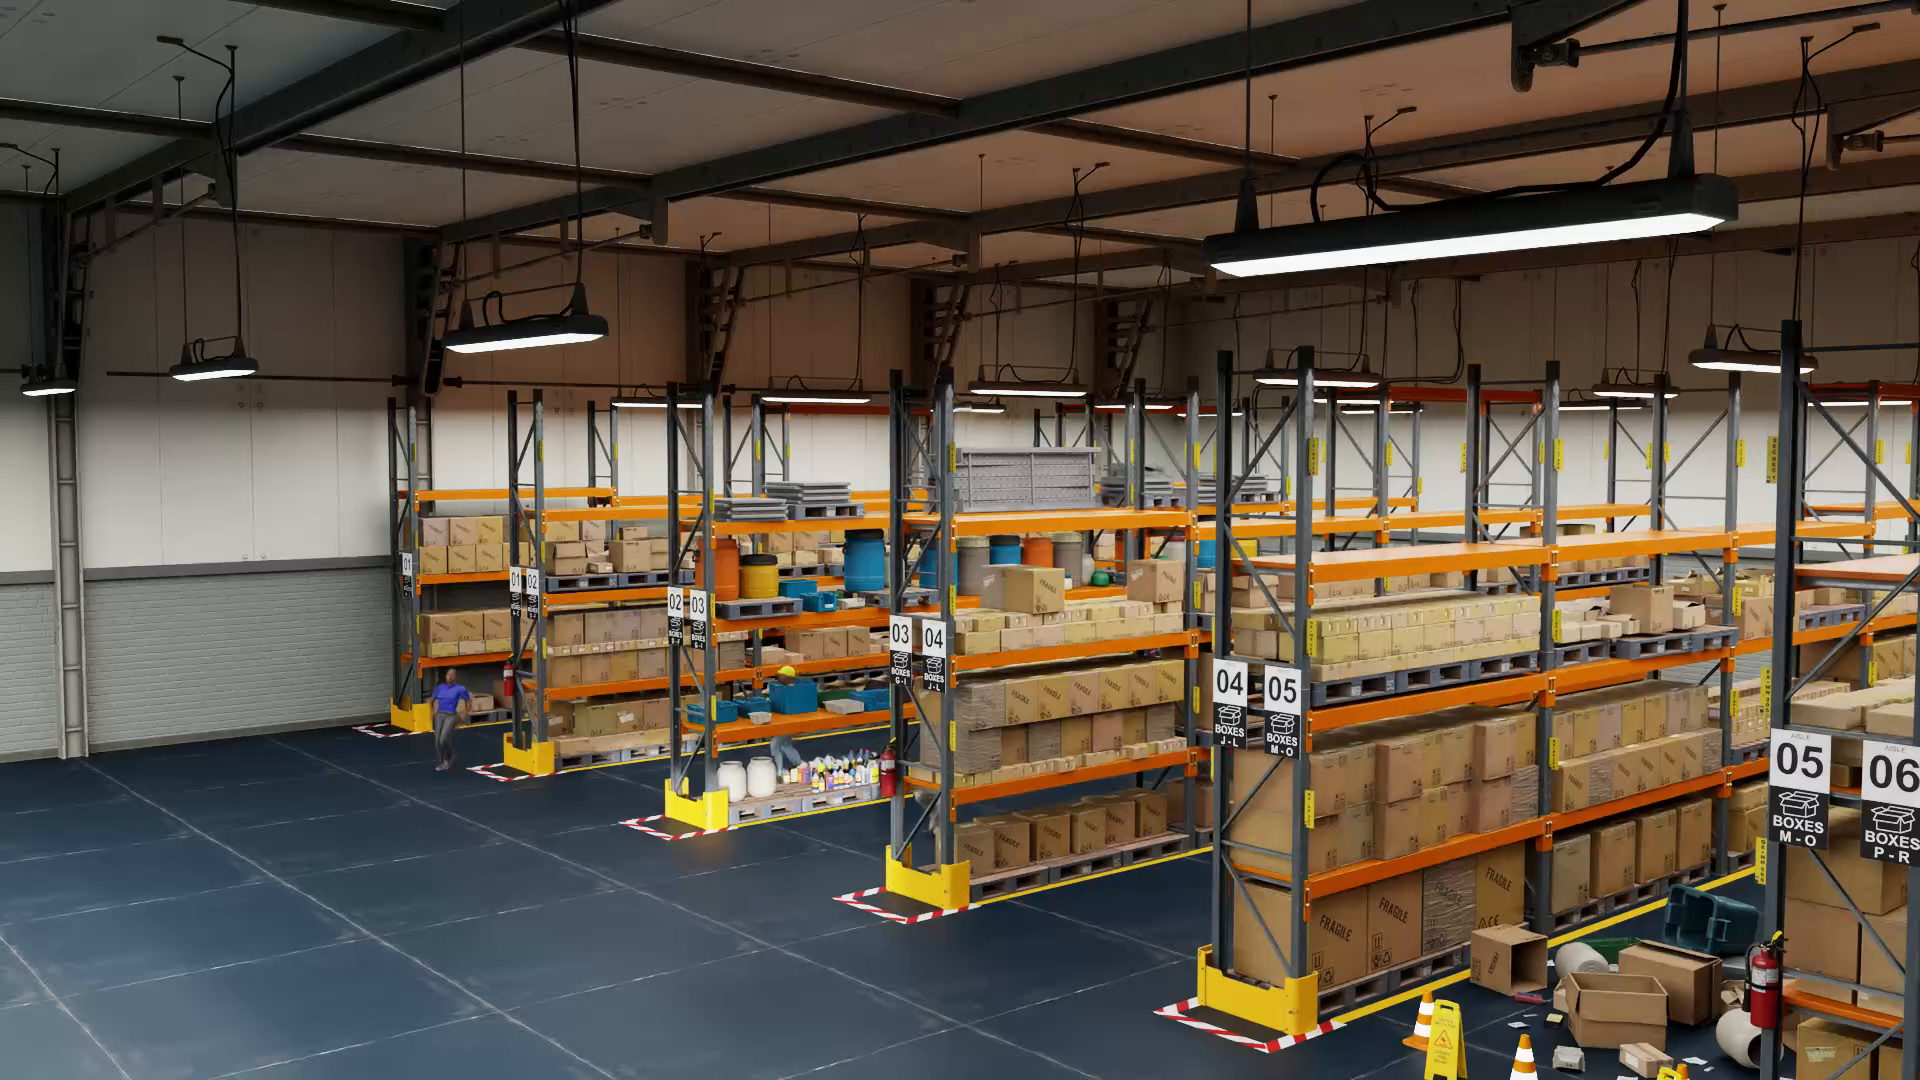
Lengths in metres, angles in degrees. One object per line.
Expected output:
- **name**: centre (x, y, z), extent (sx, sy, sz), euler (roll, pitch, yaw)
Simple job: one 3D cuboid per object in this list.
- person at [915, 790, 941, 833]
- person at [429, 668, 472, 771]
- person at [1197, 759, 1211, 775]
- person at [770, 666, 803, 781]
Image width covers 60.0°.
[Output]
- **person**: centre (-0.301, 3.020, 21.771), extent (0.696, 1.717, 0.643), euler (2, 4, 34)
- **person**: centre (-8.049, 2.831, 26.148), extent (0.650, 1.615, 0.550), euler (0, 3, 7)
- **person**: centre (3.564, 2.878, 24.688), extent (0.569, 1.668, 0.655), euler (3, 5, 42)
- **person**: centre (-2.661, 2.798, 25.221), extent (0.716, 1.786, 0.757), euler (-1, 4, -21)
